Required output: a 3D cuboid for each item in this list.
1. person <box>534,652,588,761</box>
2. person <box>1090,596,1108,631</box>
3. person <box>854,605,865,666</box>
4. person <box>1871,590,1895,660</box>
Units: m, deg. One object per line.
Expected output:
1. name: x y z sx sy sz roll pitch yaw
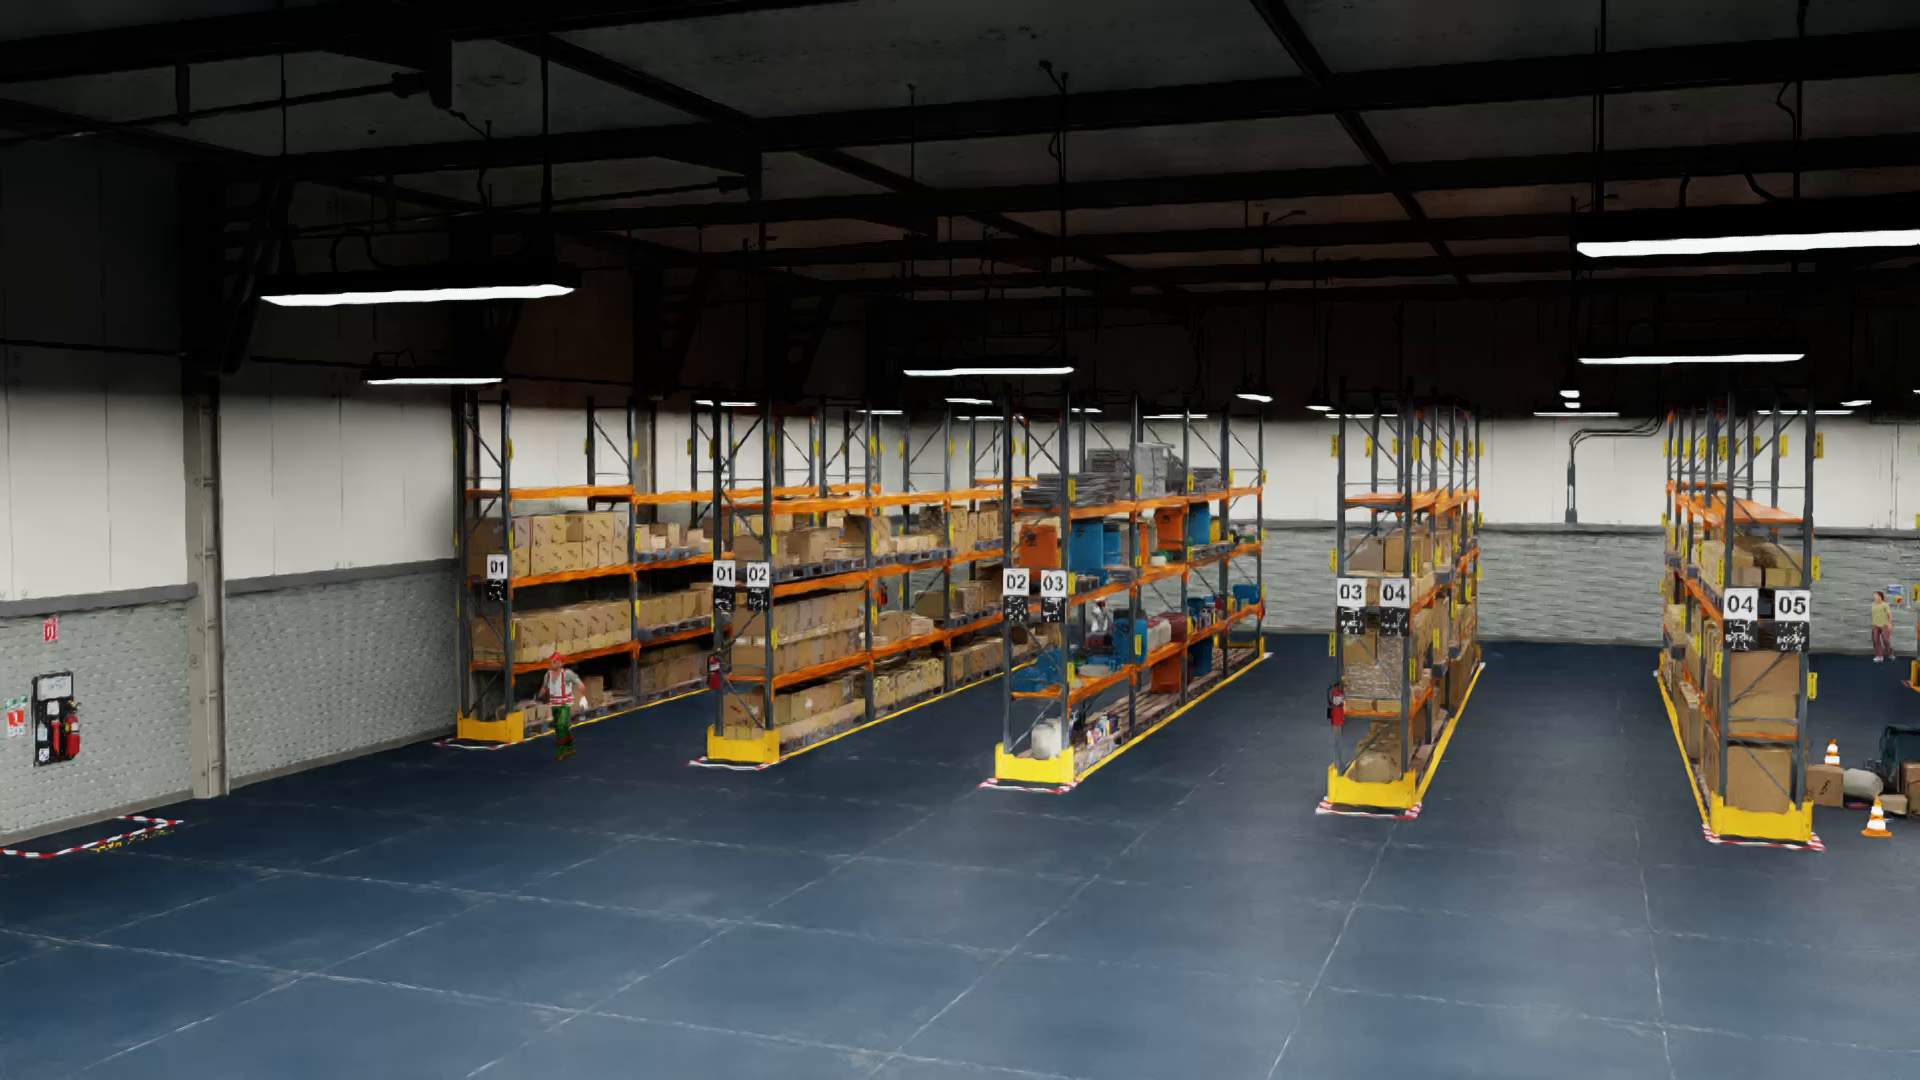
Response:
1. person: -6.439 2.659 26.842 0.702 1.721 0.835 2 3 26
2. person: 3.122 2.080 36.733 0.463 1.774 0.598 0 3 -5
3. person: -2.473 2.064 38.023 0.688 1.712 0.782 1 3 25
4. person: 21.817 2.013 39.305 0.535 1.659 0.514 -2 4 -33
